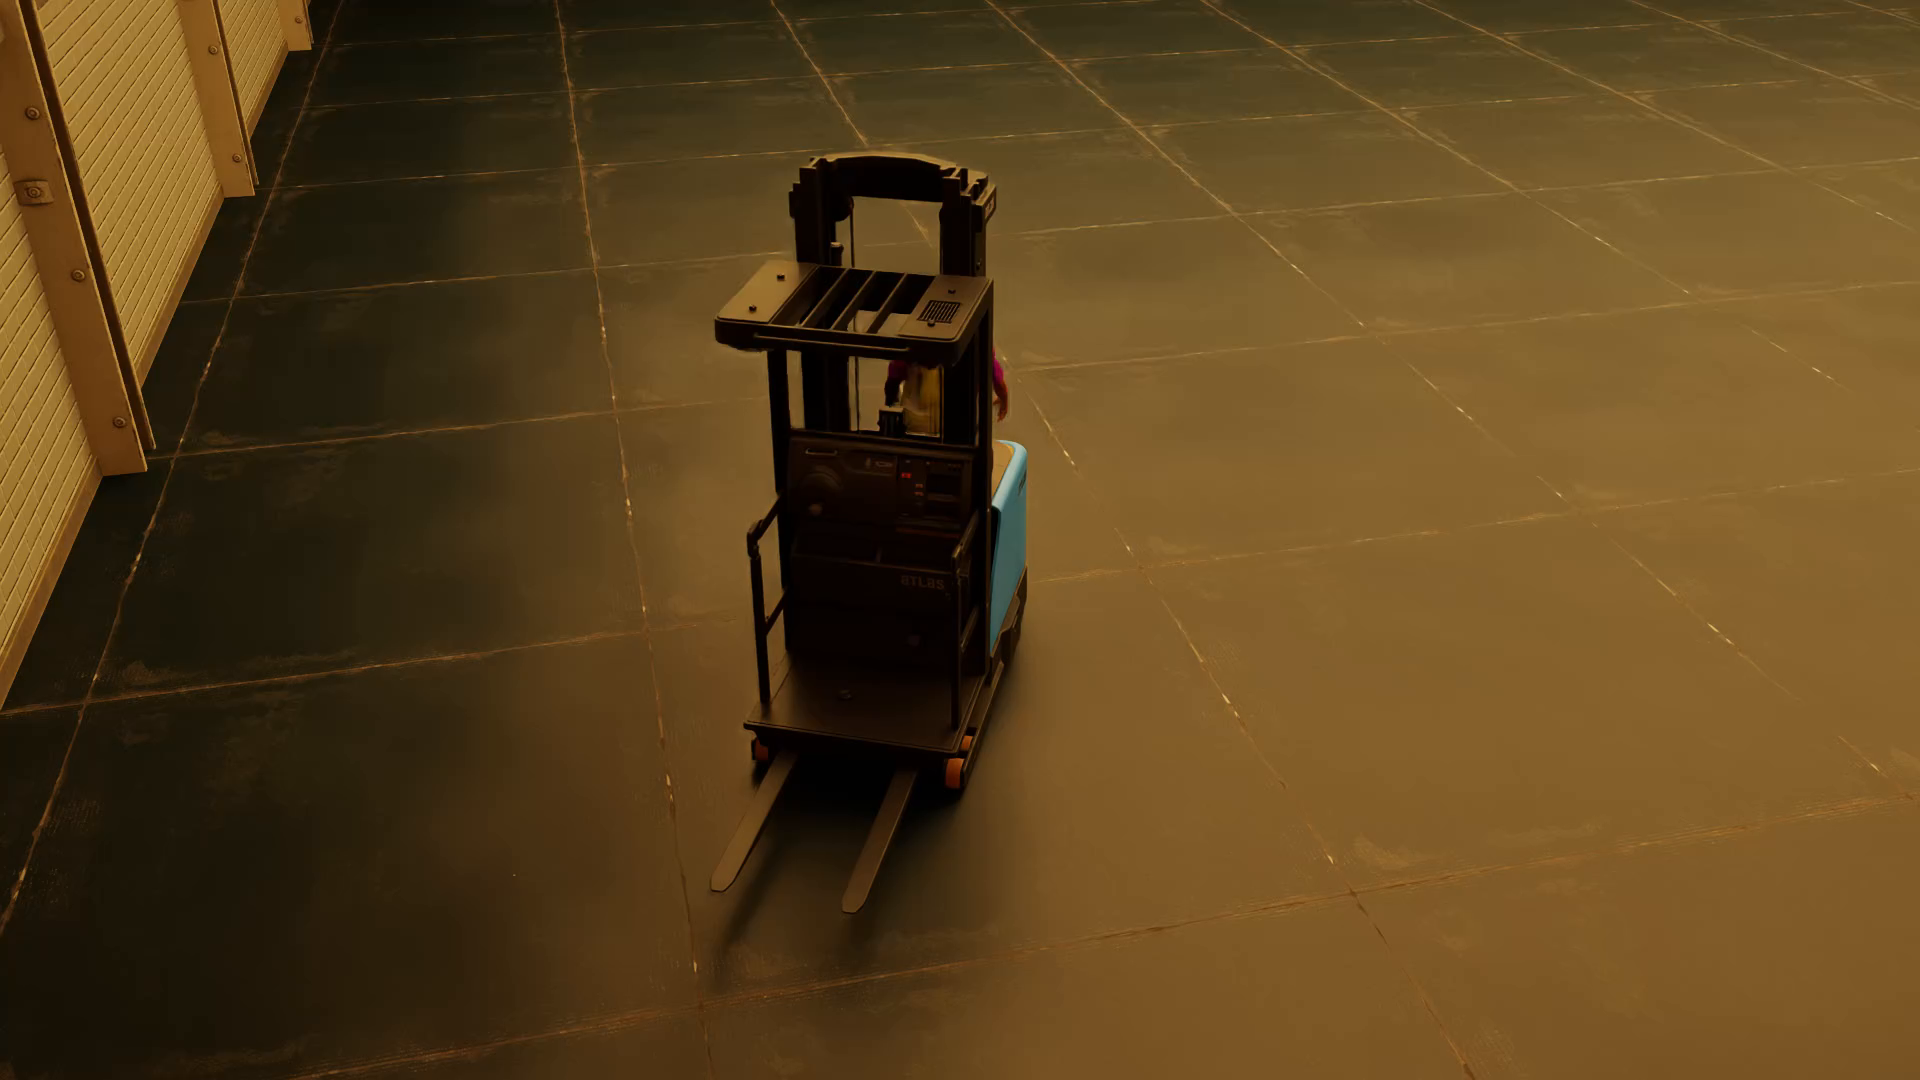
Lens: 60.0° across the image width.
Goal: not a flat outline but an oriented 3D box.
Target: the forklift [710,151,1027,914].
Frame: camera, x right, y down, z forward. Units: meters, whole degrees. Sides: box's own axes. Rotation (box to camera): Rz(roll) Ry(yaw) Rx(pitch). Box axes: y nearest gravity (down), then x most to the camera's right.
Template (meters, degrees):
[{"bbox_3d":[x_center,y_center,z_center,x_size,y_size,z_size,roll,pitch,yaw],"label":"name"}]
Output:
[{"bbox_3d":[-0.442,-0.224,7.961,1.130,2.935,3.031,7,31,11],"label":"forklift"}]

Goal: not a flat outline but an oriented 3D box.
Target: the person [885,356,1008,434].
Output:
[{"bbox_3d":[-0.079,-0.841,10.299,0.779,1.669,0.661,-2,30,-3],"label":"person"}]
